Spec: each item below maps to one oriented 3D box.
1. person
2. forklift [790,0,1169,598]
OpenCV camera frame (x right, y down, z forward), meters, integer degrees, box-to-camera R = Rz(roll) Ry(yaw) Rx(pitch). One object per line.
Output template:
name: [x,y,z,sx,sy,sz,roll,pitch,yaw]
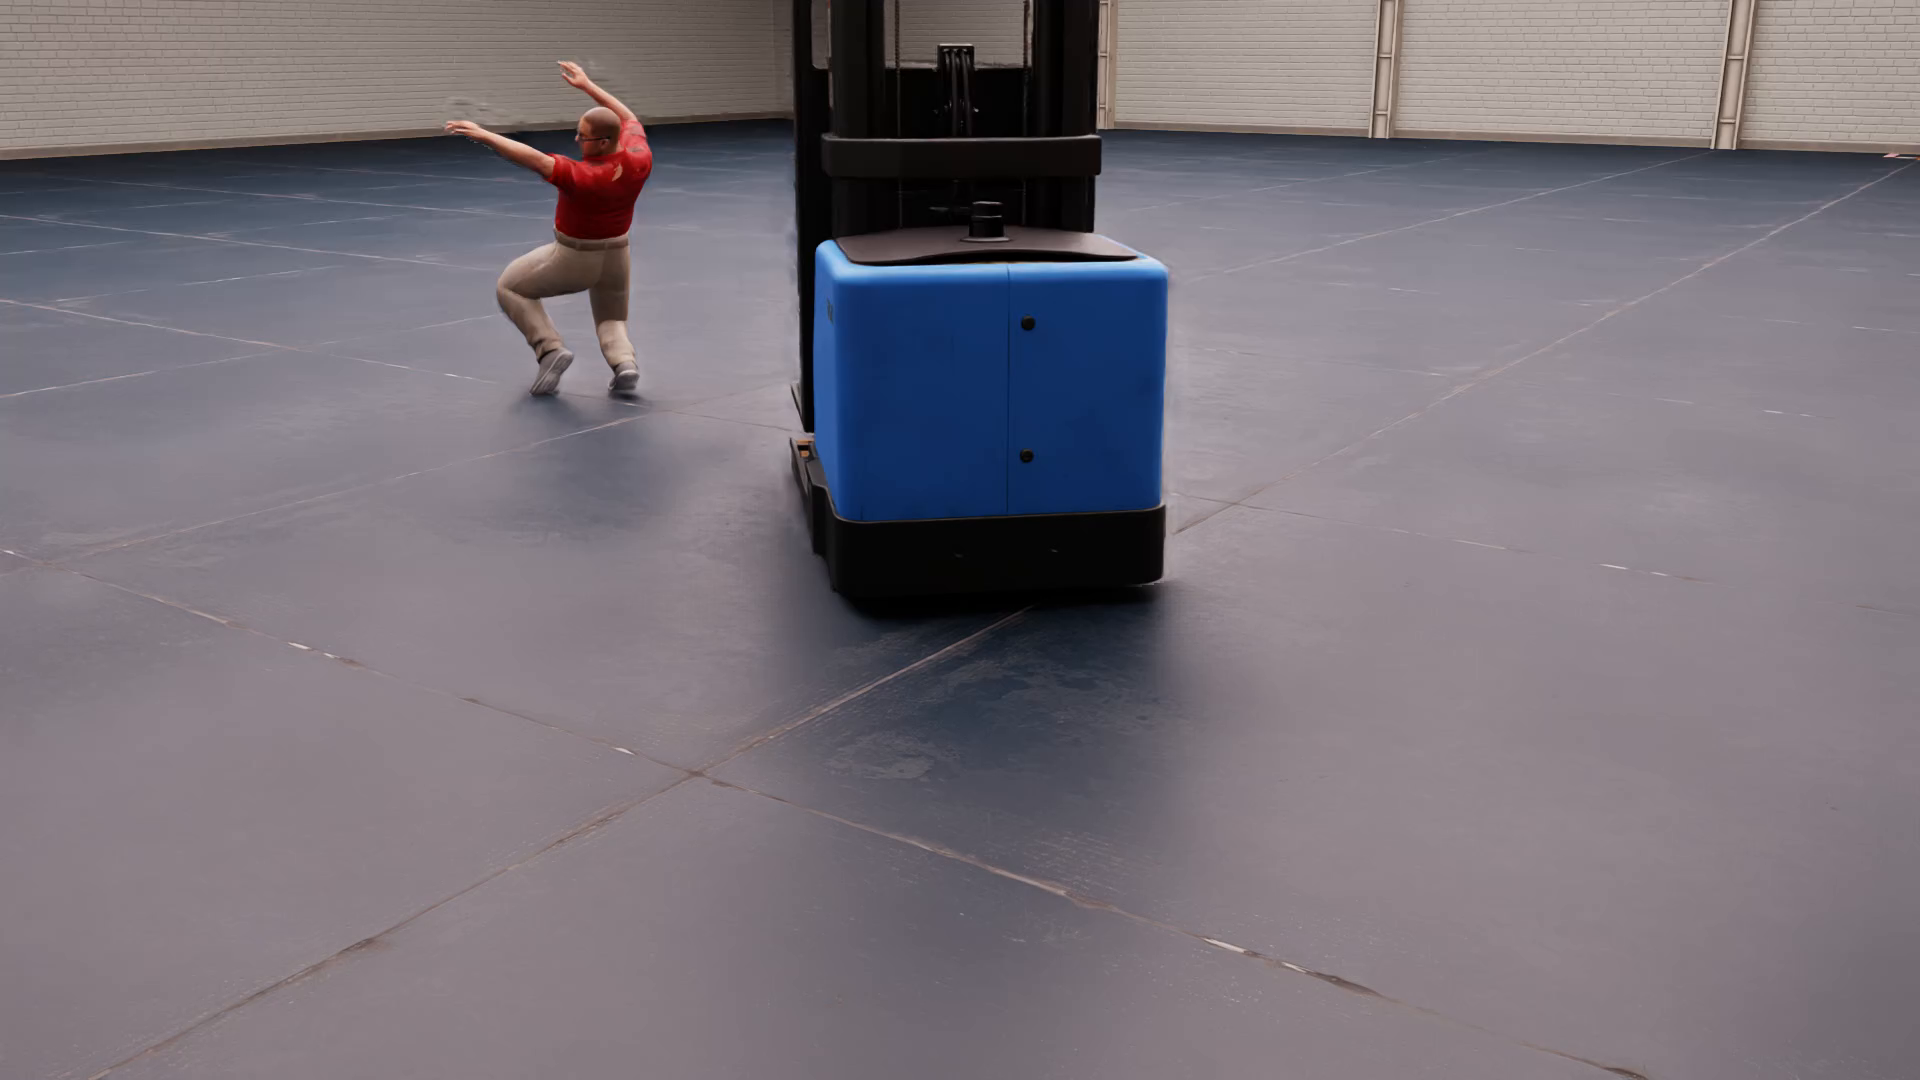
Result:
person: [-2.040,-1.466,8.094,1.114,1.666,0.816,-15,22,-41]
forklift: [-0.089,-1.605,6.201,1.130,2.935,3.031,-3,17,-9]
